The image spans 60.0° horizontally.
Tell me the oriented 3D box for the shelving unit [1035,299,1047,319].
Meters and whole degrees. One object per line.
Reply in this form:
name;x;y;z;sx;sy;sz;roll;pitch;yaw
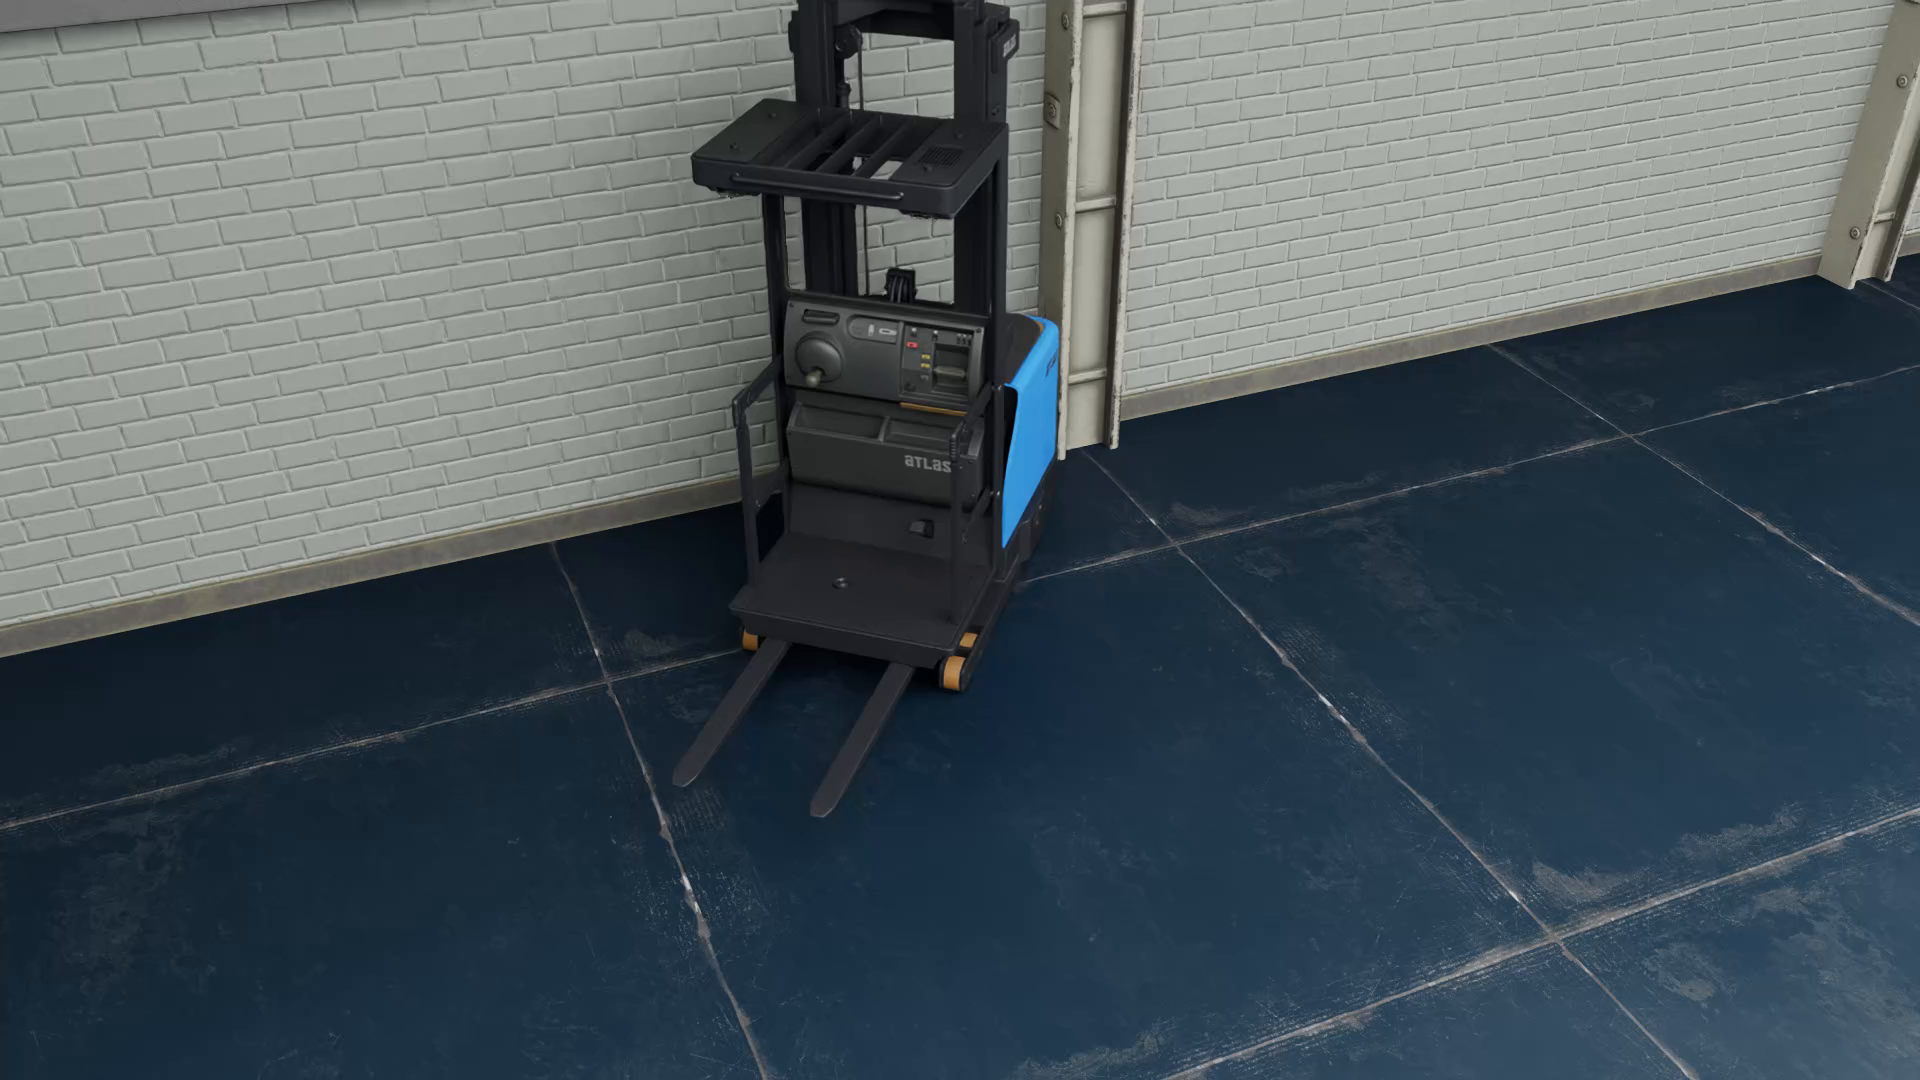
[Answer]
shelving unit;0.308;-0.801;9.019;0.252;1.050;0.215;10;34;15

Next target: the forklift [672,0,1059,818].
forklift;-0.408;-0.776;7.255;1.130;2.935;3.031;10;34;15

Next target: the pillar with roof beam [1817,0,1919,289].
pillar with roof beam;7.870;-3.443;5.790;0.400;9.000;9.100;-13;35;-19

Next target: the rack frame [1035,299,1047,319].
rack frame;0.424;-0.781;8.988;0.008;1.050;0.200;10;34;15

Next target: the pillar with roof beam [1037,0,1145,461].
pillar with roof beam;2.338;-2.176;3.843;0.400;9.000;9.100;-13;35;-19
